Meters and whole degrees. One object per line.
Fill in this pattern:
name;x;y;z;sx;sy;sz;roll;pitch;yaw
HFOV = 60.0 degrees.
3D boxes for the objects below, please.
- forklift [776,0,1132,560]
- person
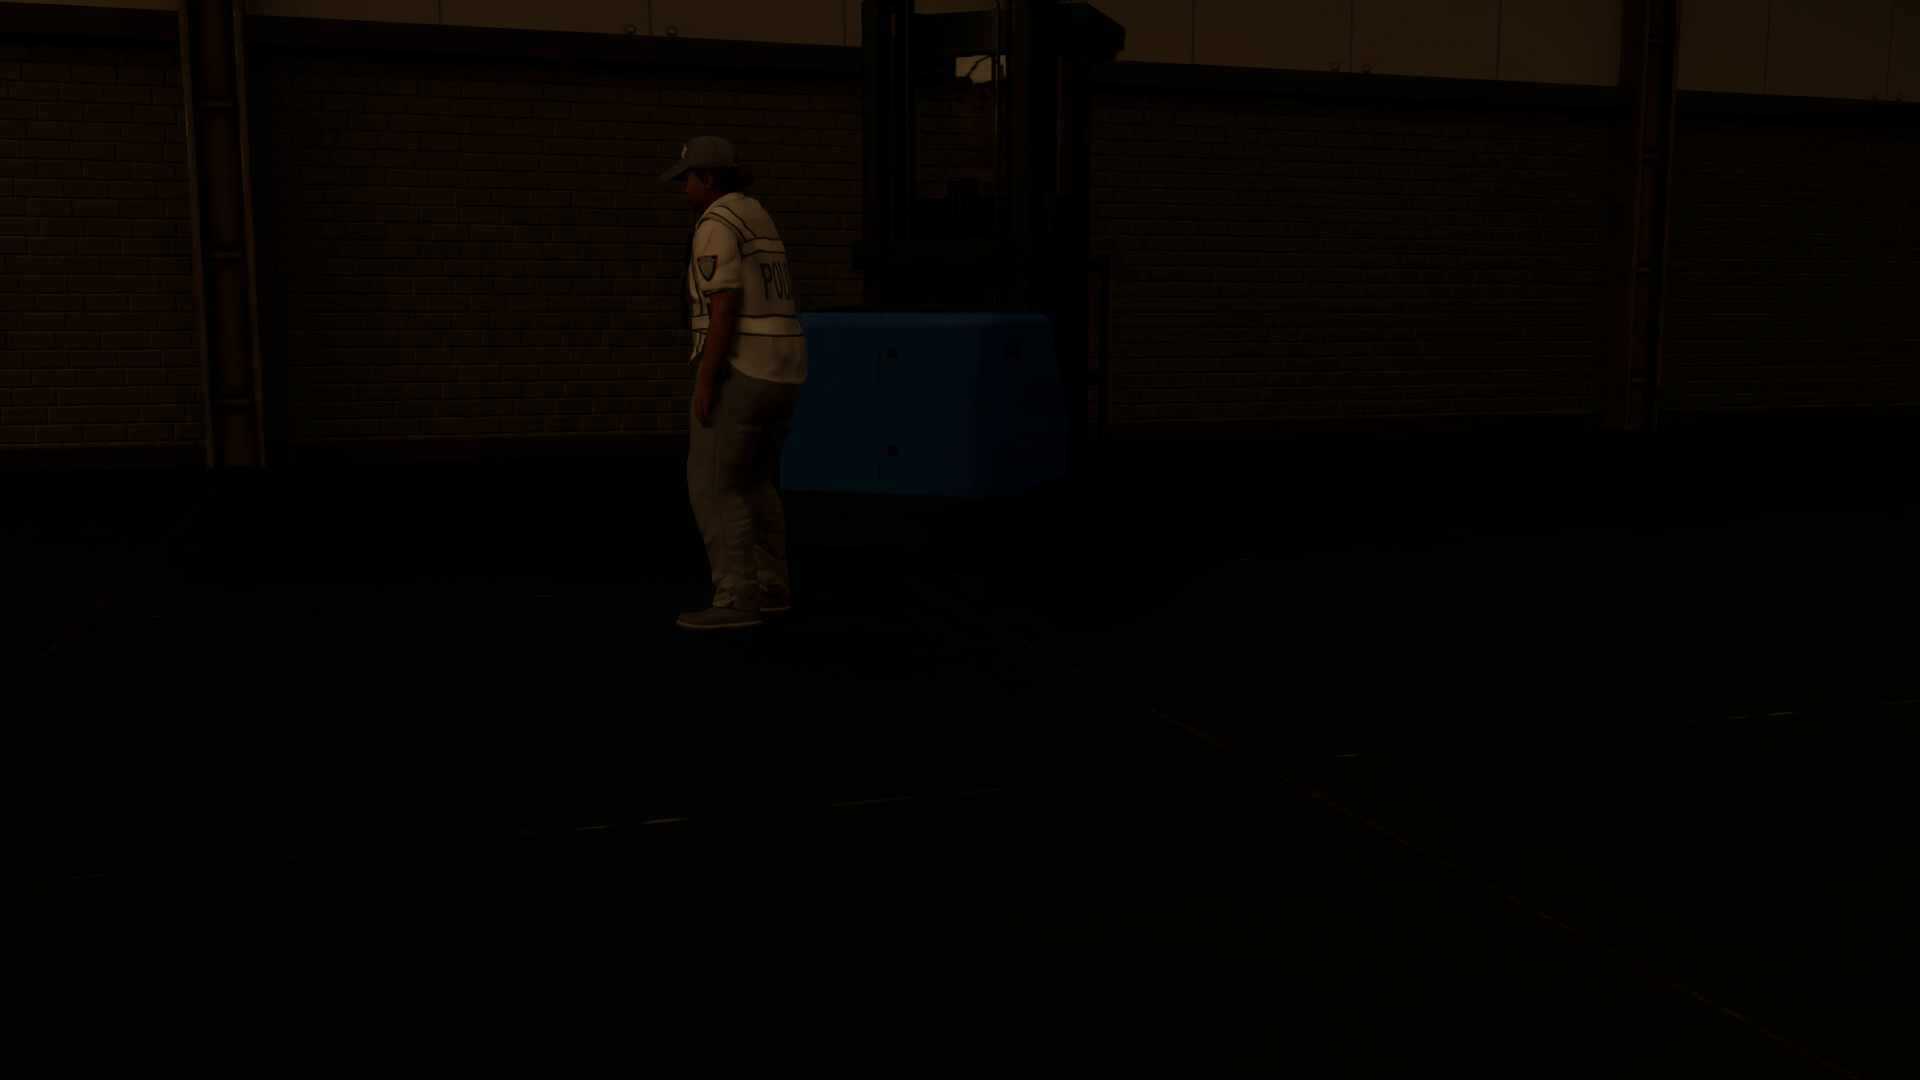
forklift;0.174;-1.528;8.279;1.130;2.935;3.031;3;8;20
person;-0.741;-0.522;5.693;0.400;1.638;0.559;2;8;15
